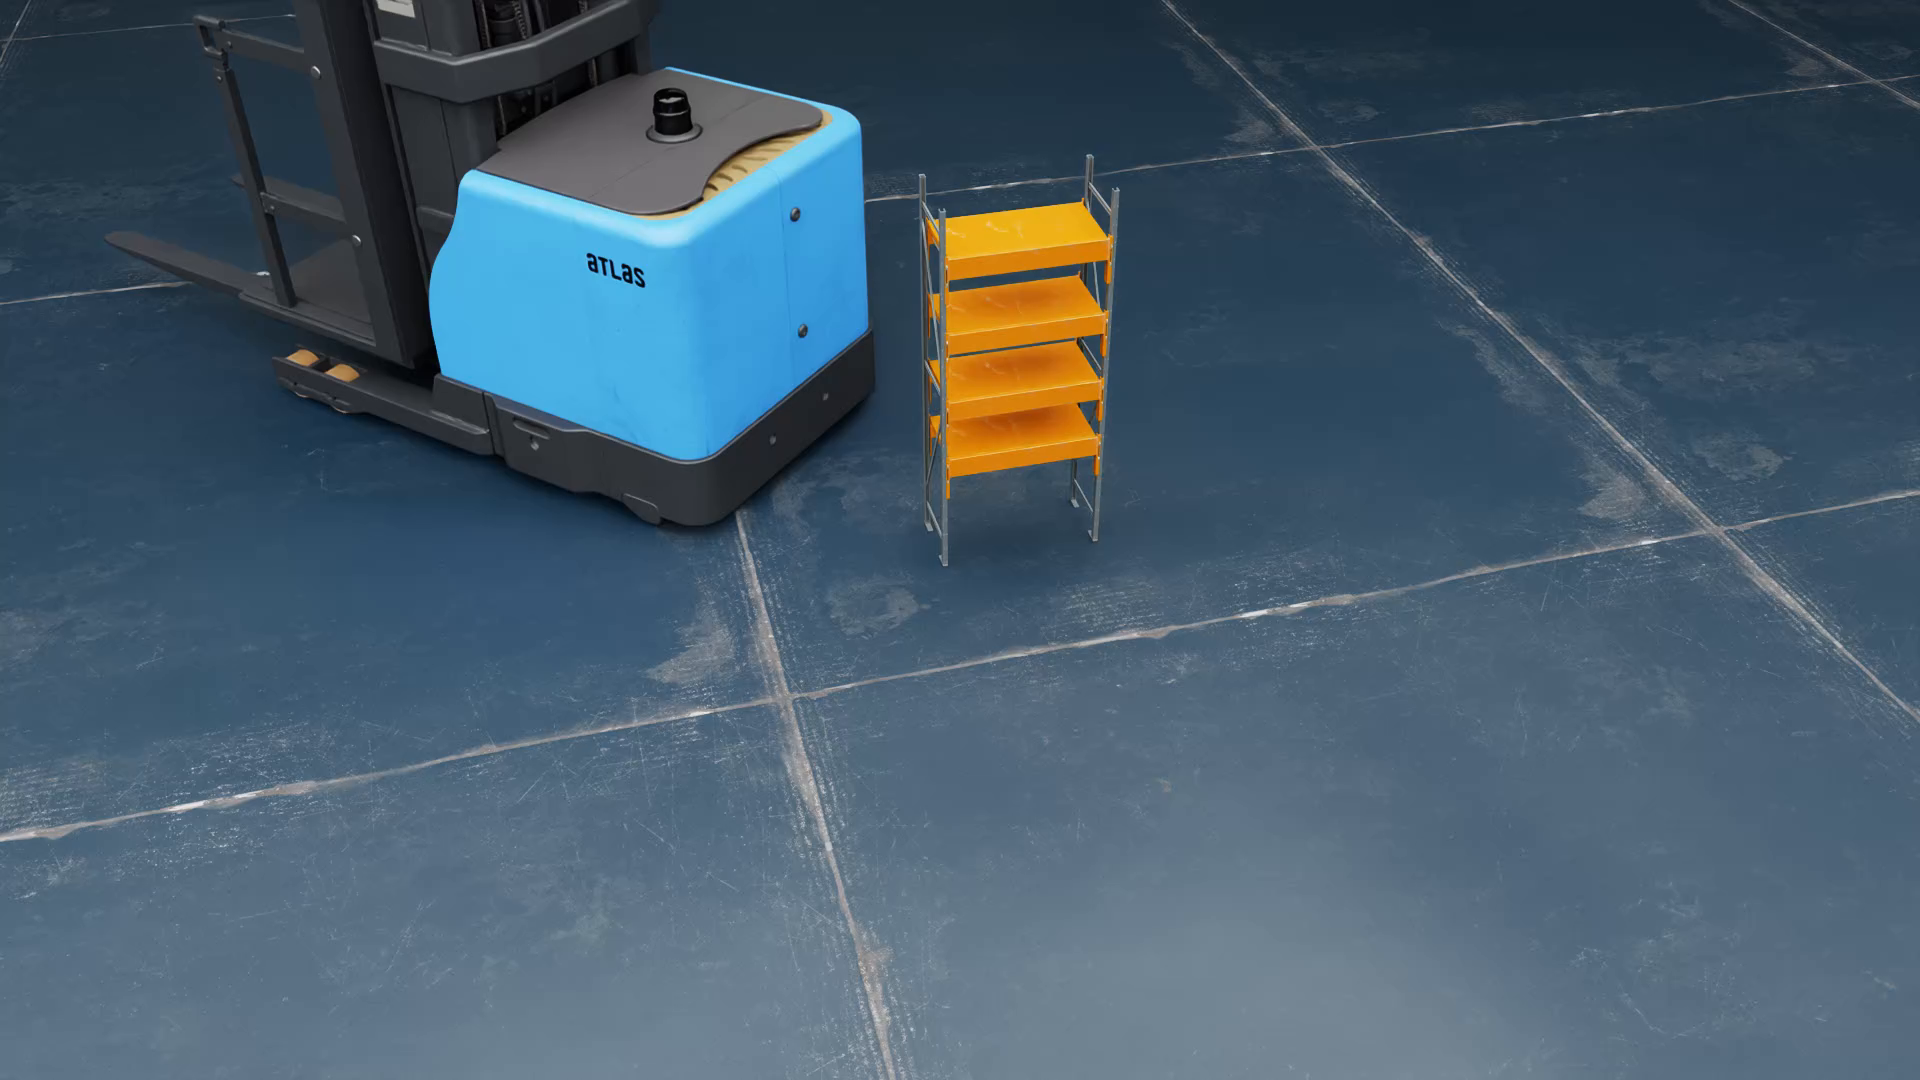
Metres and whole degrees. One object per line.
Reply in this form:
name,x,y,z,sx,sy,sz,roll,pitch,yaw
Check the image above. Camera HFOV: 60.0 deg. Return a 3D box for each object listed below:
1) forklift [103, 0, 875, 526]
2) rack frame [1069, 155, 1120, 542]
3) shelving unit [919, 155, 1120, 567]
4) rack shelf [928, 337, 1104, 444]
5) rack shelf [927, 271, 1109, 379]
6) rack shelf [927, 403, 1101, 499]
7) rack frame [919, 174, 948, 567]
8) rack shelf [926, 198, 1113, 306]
forklift,-1.830,-1.866,5.277,3.031,2.935,1.130,20,42,24
rack frame,0.395,-0.541,4.970,0.015,1.200,0.240,-9,38,-12
shelving unit,0.160,-0.503,4.920,0.503,1.200,0.258,-9,38,-12
rack shelf,0.160,-0.449,4.961,0.480,0.148,0.258,-9,38,-12
rack shelf,0.160,-0.627,4.825,0.480,0.148,0.258,-9,38,-12
rack shelf,0.160,-0.292,5.081,0.480,0.148,0.258,-9,38,-12
rack frame,-0.076,-0.464,4.869,0.015,1.200,0.240,-9,38,-12
rack shelf,0.160,-0.815,4.681,0.480,0.148,0.258,-9,38,-12
